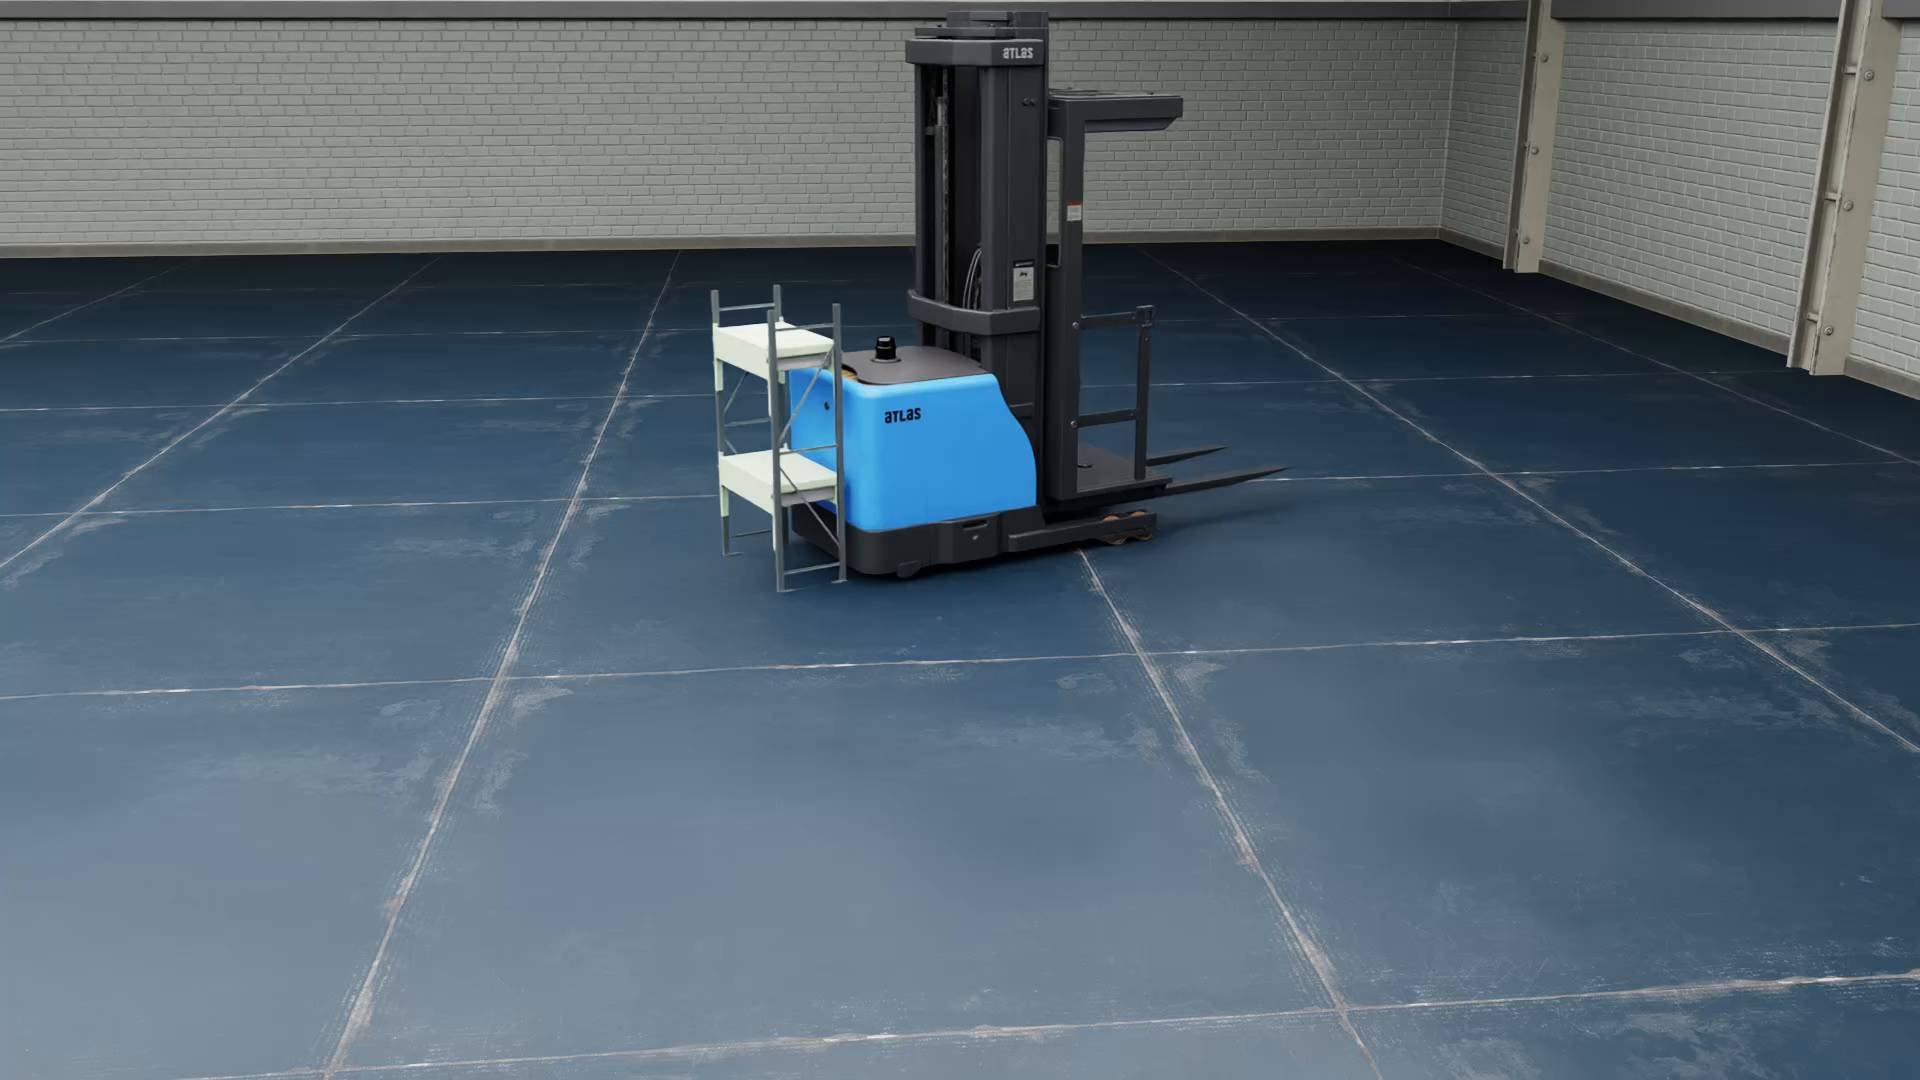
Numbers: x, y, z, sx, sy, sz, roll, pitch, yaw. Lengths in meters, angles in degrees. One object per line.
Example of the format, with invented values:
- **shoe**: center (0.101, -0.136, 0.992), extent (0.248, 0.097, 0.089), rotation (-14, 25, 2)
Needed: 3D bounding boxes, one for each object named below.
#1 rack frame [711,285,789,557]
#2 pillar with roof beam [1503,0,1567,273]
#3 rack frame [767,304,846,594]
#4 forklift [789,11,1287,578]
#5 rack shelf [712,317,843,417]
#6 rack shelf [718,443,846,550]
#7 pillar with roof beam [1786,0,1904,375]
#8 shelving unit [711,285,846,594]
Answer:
- **rack frame**: center (-1.161, -0.653, 9.253), extent (0.400, 1.500, 0.023), rotation (-10, 20, -29)
- **pillar with roof beam**: center (2.483, -7.412, 18.264), extent (9.100, 9.000, 0.400), rotation (-2, 18, -6)
- **rack frame**: center (-0.790, -0.464, 8.651), extent (0.400, 1.500, 0.023), rotation (-10, 20, -29)
- **forklift**: center (0.561, -1.495, 9.546), extent (3.031, 2.935, 1.130), rotation (-10, 20, -28)
- **rack shelf**: center (-0.976, -0.931, 8.835), extent (0.431, 0.370, 0.720), rotation (-10, 20, -29)
- **rack shelf**: center (-0.976, -0.247, 9.050), extent (0.431, 0.370, 0.720), rotation (-10, 20, -29)
- **pillar with roof beam**: center (3.101, -5.625, 12.570), extent (9.100, 9.000, 0.400), rotation (-2, 18, -6)
- **shelving unit**: center (-0.976, -0.559, 8.952), extent (0.431, 1.500, 0.755), rotation (-10, 20, -29)
